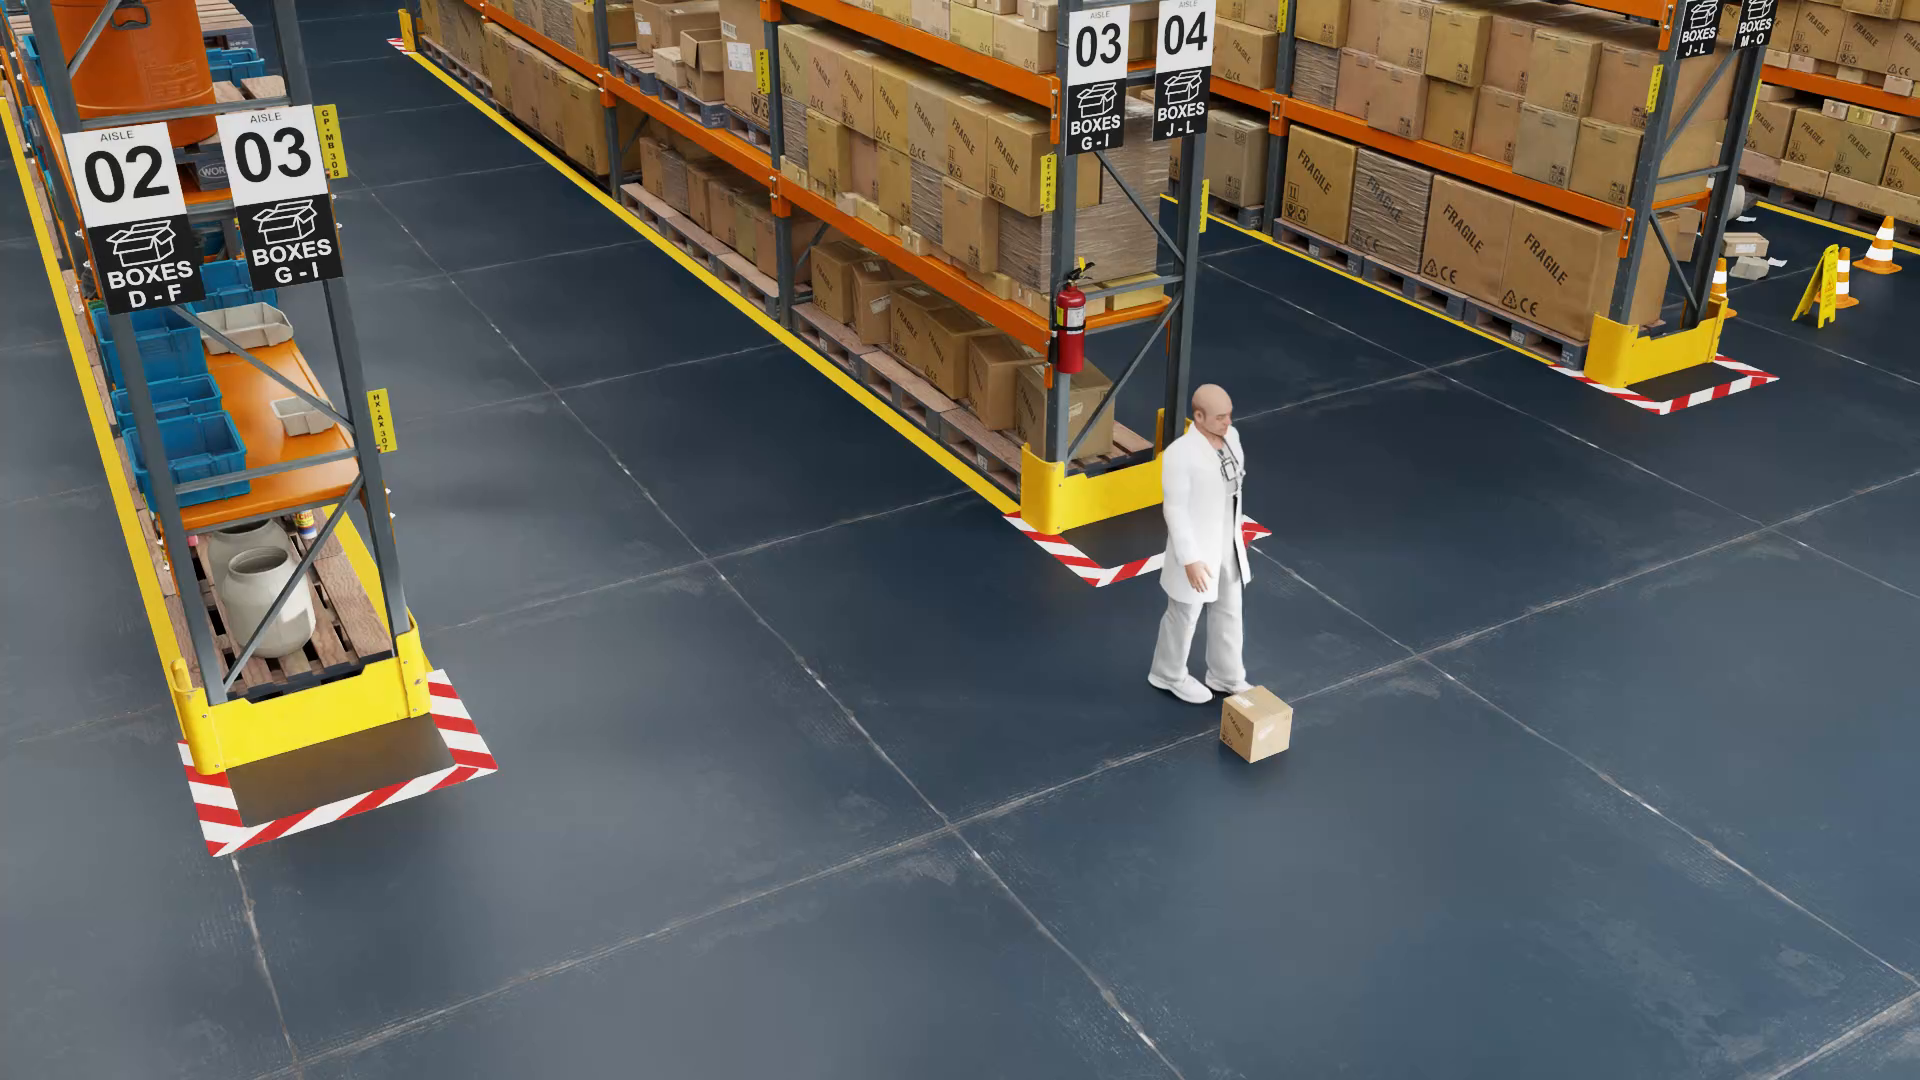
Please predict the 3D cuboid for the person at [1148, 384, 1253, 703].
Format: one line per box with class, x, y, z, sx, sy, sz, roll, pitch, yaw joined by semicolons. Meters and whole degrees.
person;1.308;0.057;8.469;0.607;1.793;0.610;25;38;38
